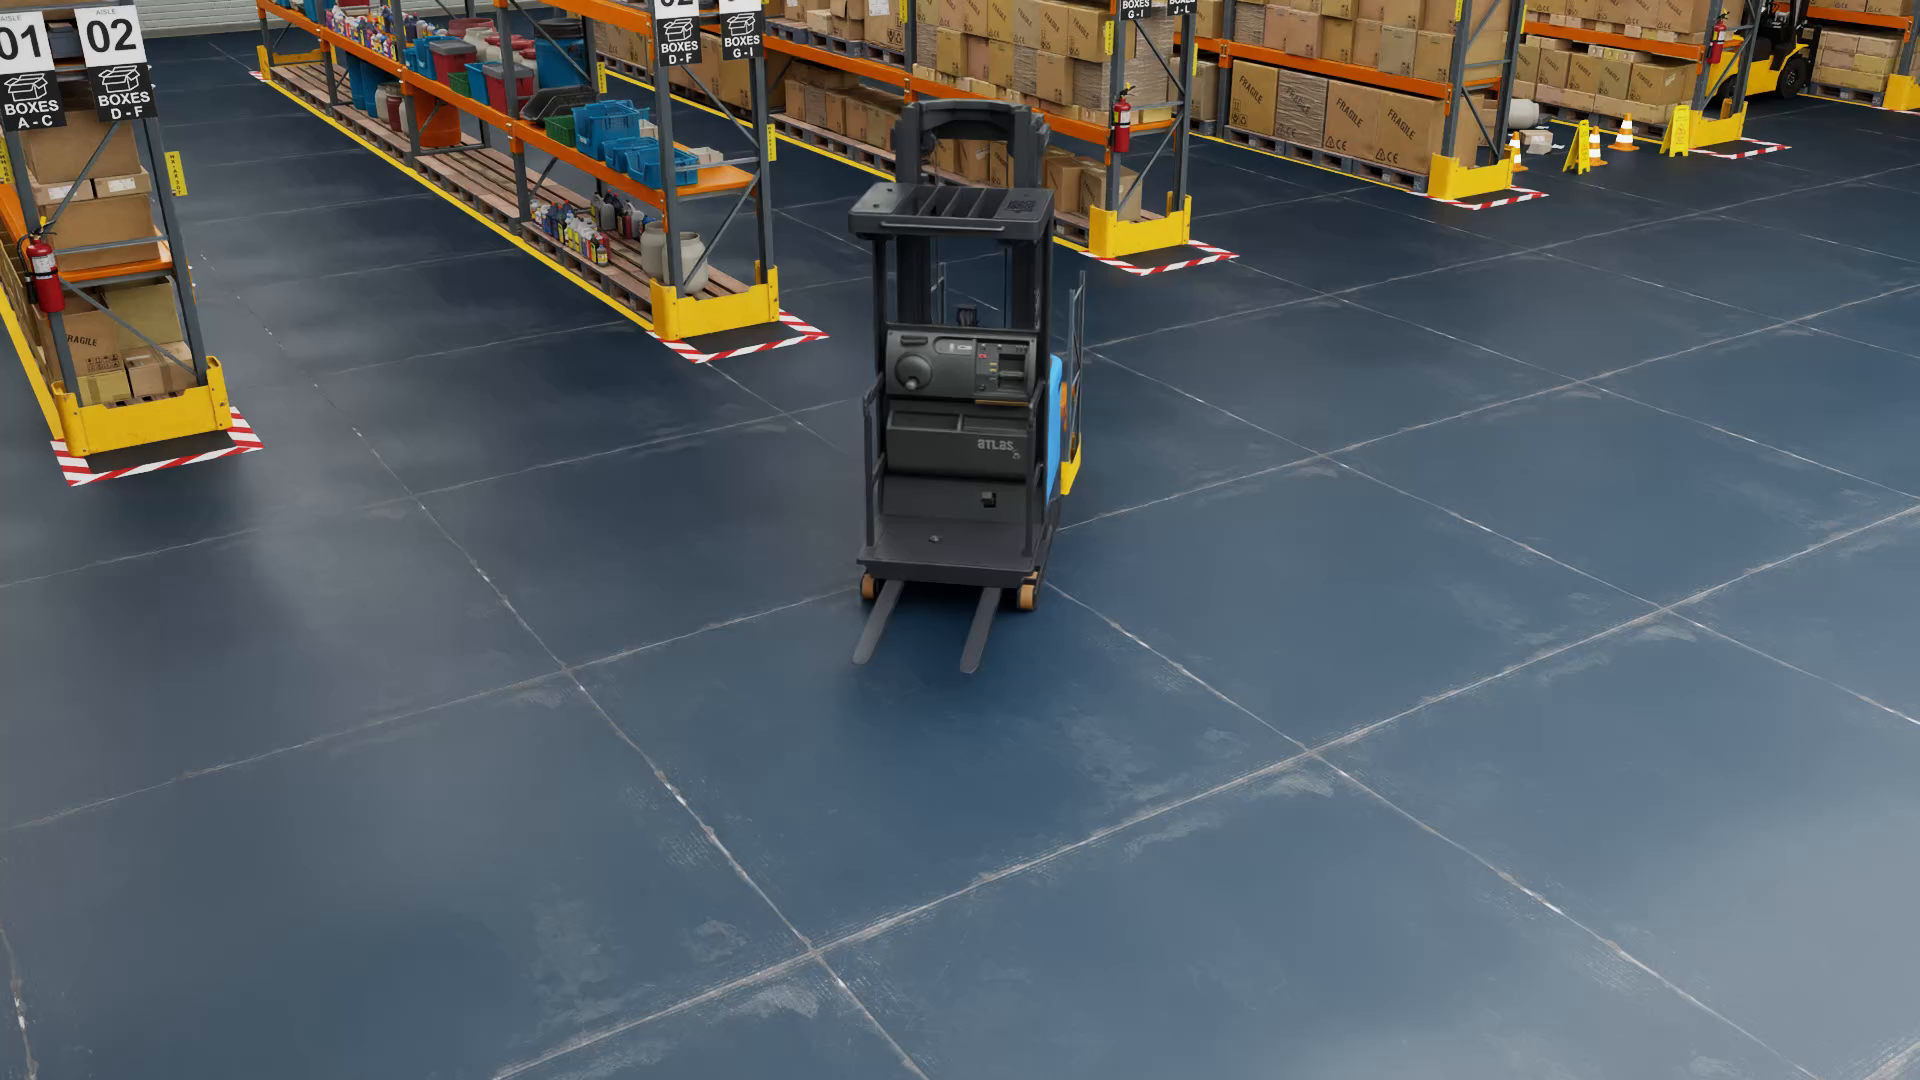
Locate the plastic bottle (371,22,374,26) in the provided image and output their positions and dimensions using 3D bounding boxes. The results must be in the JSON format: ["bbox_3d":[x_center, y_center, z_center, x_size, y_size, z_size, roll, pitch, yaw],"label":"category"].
[{"bbox_3d":[-7.894,-6.816,22.325,0.097,0.271,0.097,0,25,0],"label":"plastic bottle"}]

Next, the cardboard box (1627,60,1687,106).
[{"bbox_3d":[9.621,-6.310,22.952,0.500,0.500,0.500,-15,29,-29],"label":"cardboard box"}]

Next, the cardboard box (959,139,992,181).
[{"bbox_3d":[0.294,-4.623,19.966,0.500,0.500,0.500,-6,26,-13],"label":"cardboard box"}]

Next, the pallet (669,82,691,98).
[{"bbox_3d":[-4.092,-7.261,26.385,1.003,0.211,1.213,-16,29,-30],"label":"pallet"}]

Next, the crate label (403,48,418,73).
[{"bbox_3d":[-6.627,-5.882,20.393,0.303,0.233,0.416,-16,29,-30],"label":"crate label"}]

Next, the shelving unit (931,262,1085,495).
[{"bbox_3d":[0.312,-1.174,11.981,1.083,1.500,0.587,5,26,11],"label":"shelving unit"}]

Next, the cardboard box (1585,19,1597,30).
[{"bbox_3d":[9.076,-7.320,23.536,0.380,0.149,0.250,-16,29,-30],"label":"cardboard box"}]

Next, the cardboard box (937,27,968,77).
[{"bbox_3d":[0.228,-5.737,19.423,0.875,0.500,0.500,-16,29,-30],"label":"cardboard box"}]

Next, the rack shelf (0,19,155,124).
[{"bbox_3d":[-7.420,-3.928,13.386,1.077,0.370,4.000,-16,29,-30],"label":"rack shelf"}]

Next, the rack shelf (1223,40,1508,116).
[{"bbox_3d":[5.093,-5.998,21.286,1.077,0.370,4.000,-16,29,-30],"label":"rack shelf"}]

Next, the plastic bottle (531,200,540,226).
[{"bbox_3d":[-4.553,-3.514,17.861,0.097,0.271,0.097,0,25,0],"label":"plastic bottle"}]

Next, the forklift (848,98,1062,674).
[{"bbox_3d":[-0.026,-1.050,10.041,1.130,2.935,3.031,4,26,8],"label":"forklift"}]

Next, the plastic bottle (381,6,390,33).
[{"bbox_3d":[-7.970,-7.252,23.156,0.144,0.351,0.185,-16,29,-30],"label":"plastic bottle"}]

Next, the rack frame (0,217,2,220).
[{"bbox_3d":[-8.512,-3.612,15.388,1.000,3.000,0.127,-16,29,-30],"label":"rack frame"}]

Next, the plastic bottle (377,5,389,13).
[{"bbox_3d":[-8.241,-7.505,23.779,0.152,0.276,0.135,-16,29,-30],"label":"plastic bottle"}]

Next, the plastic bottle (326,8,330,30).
[{"bbox_3d":[-8.884,-7.343,23.428,0.061,0.283,0.133,-16,29,-30],"label":"plastic bottle"}]

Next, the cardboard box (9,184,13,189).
[{"bbox_3d":[-8.264,-3.500,15.033,0.700,0.500,0.500,-16,30,-31],"label":"cardboard box"}]

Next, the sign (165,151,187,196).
[{"bbox_3d":[-5.860,-2.736,12.425,0.100,0.325,0.005,-16,29,-30],"label":"sign"}]

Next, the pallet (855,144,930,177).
[{"bbox_3d":[-0.636,-4.937,21.460,1.003,0.211,1.213,-16,29,-30],"label":"pallet"}]

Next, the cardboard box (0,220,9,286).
[{"bbox_3d":[-8.521,-2.659,15.219,0.500,0.500,0.500,-16,29,-30],"label":"cardboard box"}]

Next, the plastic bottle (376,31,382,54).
[{"bbox_3d":[-7.507,-6.450,21.551,0.097,0.271,0.097,0,25,0],"label":"plastic bottle"}]

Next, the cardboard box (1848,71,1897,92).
[{"bbox_3d":[13.913,-6.997,25.287,0.500,0.250,0.500,-15,29,-29],"label":"cardboard box"}]

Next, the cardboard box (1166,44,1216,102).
[{"bbox_3d":[3.064,-6.759,24.197,1.050,0.750,0.750,-16,29,-30],"label":"cardboard box"}]

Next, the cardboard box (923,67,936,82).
[{"bbox_3d":[-0.219,-5.566,19.822,0.380,0.149,0.250,-16,29,-30],"label":"cardboard box"}]

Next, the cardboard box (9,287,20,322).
[{"bbox_3d":[-8.244,-2.142,15.003,0.500,0.250,0.500,-16,29,-30],"label":"cardboard box"}]

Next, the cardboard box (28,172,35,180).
[{"bbox_3d":[-6.840,-2.706,12.591,0.380,0.149,0.250,-15,29,-28],"label":"cardboard box"}]

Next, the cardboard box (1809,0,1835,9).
[{"bbox_3d":[13.390,-8.487,25.598,0.500,0.500,0.500,-16,30,-31],"label":"cardboard box"}]

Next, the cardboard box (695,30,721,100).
[{"bbox_3d":[-3.233,-7.152,24.882,1.225,0.875,0.875,-15,29,-29],"label":"cardboard box"}]

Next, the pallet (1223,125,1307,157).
[{"bbox_3d":[4.351,-5.488,22.628,1.003,0.211,1.213,-16,29,-30],"label":"pallet"}]

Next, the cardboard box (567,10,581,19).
[{"bbox_3d":[-6.344,-9.230,29.286,0.875,0.875,0.875,-16,29,-30],"label":"cardboard box"}]

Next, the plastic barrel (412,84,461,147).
[{"bbox_3d":[-6.824,-5.575,21.597,0.600,0.830,0.708,-16,29,-30],"label":"plastic barrel"}]

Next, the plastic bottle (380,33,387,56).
[{"bbox_3d":[-7.401,-6.381,21.403,0.097,0.271,0.097,0,25,0],"label":"plastic bottle"}]

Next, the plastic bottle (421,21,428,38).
[{"bbox_3d":[-7.179,-6.829,22.352,0.097,0.271,0.097,0,25,0],"label":"plastic bottle"}]

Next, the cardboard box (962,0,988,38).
[{"bbox_3d":[0.370,-5.974,18.753,0.500,0.500,0.500,-16,29,-30],"label":"cardboard box"}]

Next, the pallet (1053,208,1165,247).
[{"bbox_3d":[1.519,-3.554,18.531,1.003,0.211,1.213,-16,29,-30],"label":"pallet"}]

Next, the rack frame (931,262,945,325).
[{"bbox_3d":[-0.176,-1.221,12.079,0.032,1.500,0.500,5,26,11],"label":"rack frame"}]

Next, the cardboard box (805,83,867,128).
[{"bbox_3d":[-1.697,-5.988,22.834,0.700,0.500,0.500,-18,31,-34],"label":"cardboard box"}]

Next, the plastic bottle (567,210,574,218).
[{"bbox_3d":[-4.086,-3.321,17.452,0.097,0.271,0.097,0,25,0],"label":"plastic bottle"}]

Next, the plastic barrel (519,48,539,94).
[{"bbox_3d":[-4.698,-5.220,18.634,0.433,0.535,0.433,0,25,0],"label":"plastic barrel"}]

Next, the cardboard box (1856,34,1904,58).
[{"bbox_3d":[13.921,-7.447,25.069,0.500,0.250,0.500,-14,29,-28],"label":"cardboard box"}]

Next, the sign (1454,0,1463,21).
[{"bbox_3d":[5.723,-6.118,19.062,0.100,0.325,0.005,-16,29,-30],"label":"sign"}]

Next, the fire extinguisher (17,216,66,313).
[{"bbox_3d":[-6.653,-1.996,12.055,0.296,0.674,0.183,-16,29,-30],"label":"fire extinguisher"}]

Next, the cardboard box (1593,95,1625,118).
[{"bbox_3d":[9.334,-6.158,23.510,0.500,0.250,0.500,-15,29,-29],"label":"cardboard box"}]

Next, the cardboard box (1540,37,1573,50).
[{"bbox_3d":[8.639,-7.196,24.071,0.380,0.149,0.250,-14,29,-27],"label":"cardboard box"}]

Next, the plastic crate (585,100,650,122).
[{"bbox_3d":[-3.528,-4.365,17.158,0.499,0.251,0.616,-16,29,-30],"label":"plastic crate"}]

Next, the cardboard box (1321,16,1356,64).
[{"bbox_3d":[5.101,-6.400,21.117,0.875,0.550,0.500,-16,29,-30],"label":"cardboard box"}]

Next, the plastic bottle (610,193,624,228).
[{"bbox_3d":[-3.661,-3.534,17.811,0.144,0.351,0.185,-17,30,-32],"label":"plastic bottle"}]

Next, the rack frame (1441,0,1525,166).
[{"bbox_3d":[6.185,-5.608,19.617,1.000,3.000,0.127,-16,29,-30],"label":"rack frame"}]

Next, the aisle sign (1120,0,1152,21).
[{"bbox_3d":[1.757,-5.572,16.495,0.394,0.787,0.004,-16,29,-30],"label":"aisle sign"}]

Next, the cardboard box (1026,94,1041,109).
[{"bbox_3d":[0.949,-4.872,18.351,0.380,0.149,0.250,-16,29,-30],"label":"cardboard box"}]

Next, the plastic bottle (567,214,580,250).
[{"bbox_3d":[-3.931,-3.161,17.020,0.144,0.351,0.185,-16,30,-30],"label":"plastic bottle"}]

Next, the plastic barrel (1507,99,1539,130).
[{"bbox_3d":[7.881,-6.019,23.504,0.512,0.421,0.421,3,25,6],"label":"plastic barrel"}]

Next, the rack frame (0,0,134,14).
[{"bbox_3d":[-6.328,-4.894,11.077,1.000,3.000,0.127,-16,29,-30],"label":"rack frame"}]

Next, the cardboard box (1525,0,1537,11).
[{"bbox_3d":[8.394,-8.012,24.243,0.500,0.500,0.500,-16,29,-30],"label":"cardboard box"}]

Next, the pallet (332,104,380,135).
[{"bbox_3d":[-8.340,-6.080,23.882,1.003,0.211,1.213,-16,29,-30],"label":"pallet"}]

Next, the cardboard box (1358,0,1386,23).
[{"bbox_3d":[5.446,-6.714,20.517,0.875,0.550,0.550,-16,29,-30],"label":"cardboard box"}]
